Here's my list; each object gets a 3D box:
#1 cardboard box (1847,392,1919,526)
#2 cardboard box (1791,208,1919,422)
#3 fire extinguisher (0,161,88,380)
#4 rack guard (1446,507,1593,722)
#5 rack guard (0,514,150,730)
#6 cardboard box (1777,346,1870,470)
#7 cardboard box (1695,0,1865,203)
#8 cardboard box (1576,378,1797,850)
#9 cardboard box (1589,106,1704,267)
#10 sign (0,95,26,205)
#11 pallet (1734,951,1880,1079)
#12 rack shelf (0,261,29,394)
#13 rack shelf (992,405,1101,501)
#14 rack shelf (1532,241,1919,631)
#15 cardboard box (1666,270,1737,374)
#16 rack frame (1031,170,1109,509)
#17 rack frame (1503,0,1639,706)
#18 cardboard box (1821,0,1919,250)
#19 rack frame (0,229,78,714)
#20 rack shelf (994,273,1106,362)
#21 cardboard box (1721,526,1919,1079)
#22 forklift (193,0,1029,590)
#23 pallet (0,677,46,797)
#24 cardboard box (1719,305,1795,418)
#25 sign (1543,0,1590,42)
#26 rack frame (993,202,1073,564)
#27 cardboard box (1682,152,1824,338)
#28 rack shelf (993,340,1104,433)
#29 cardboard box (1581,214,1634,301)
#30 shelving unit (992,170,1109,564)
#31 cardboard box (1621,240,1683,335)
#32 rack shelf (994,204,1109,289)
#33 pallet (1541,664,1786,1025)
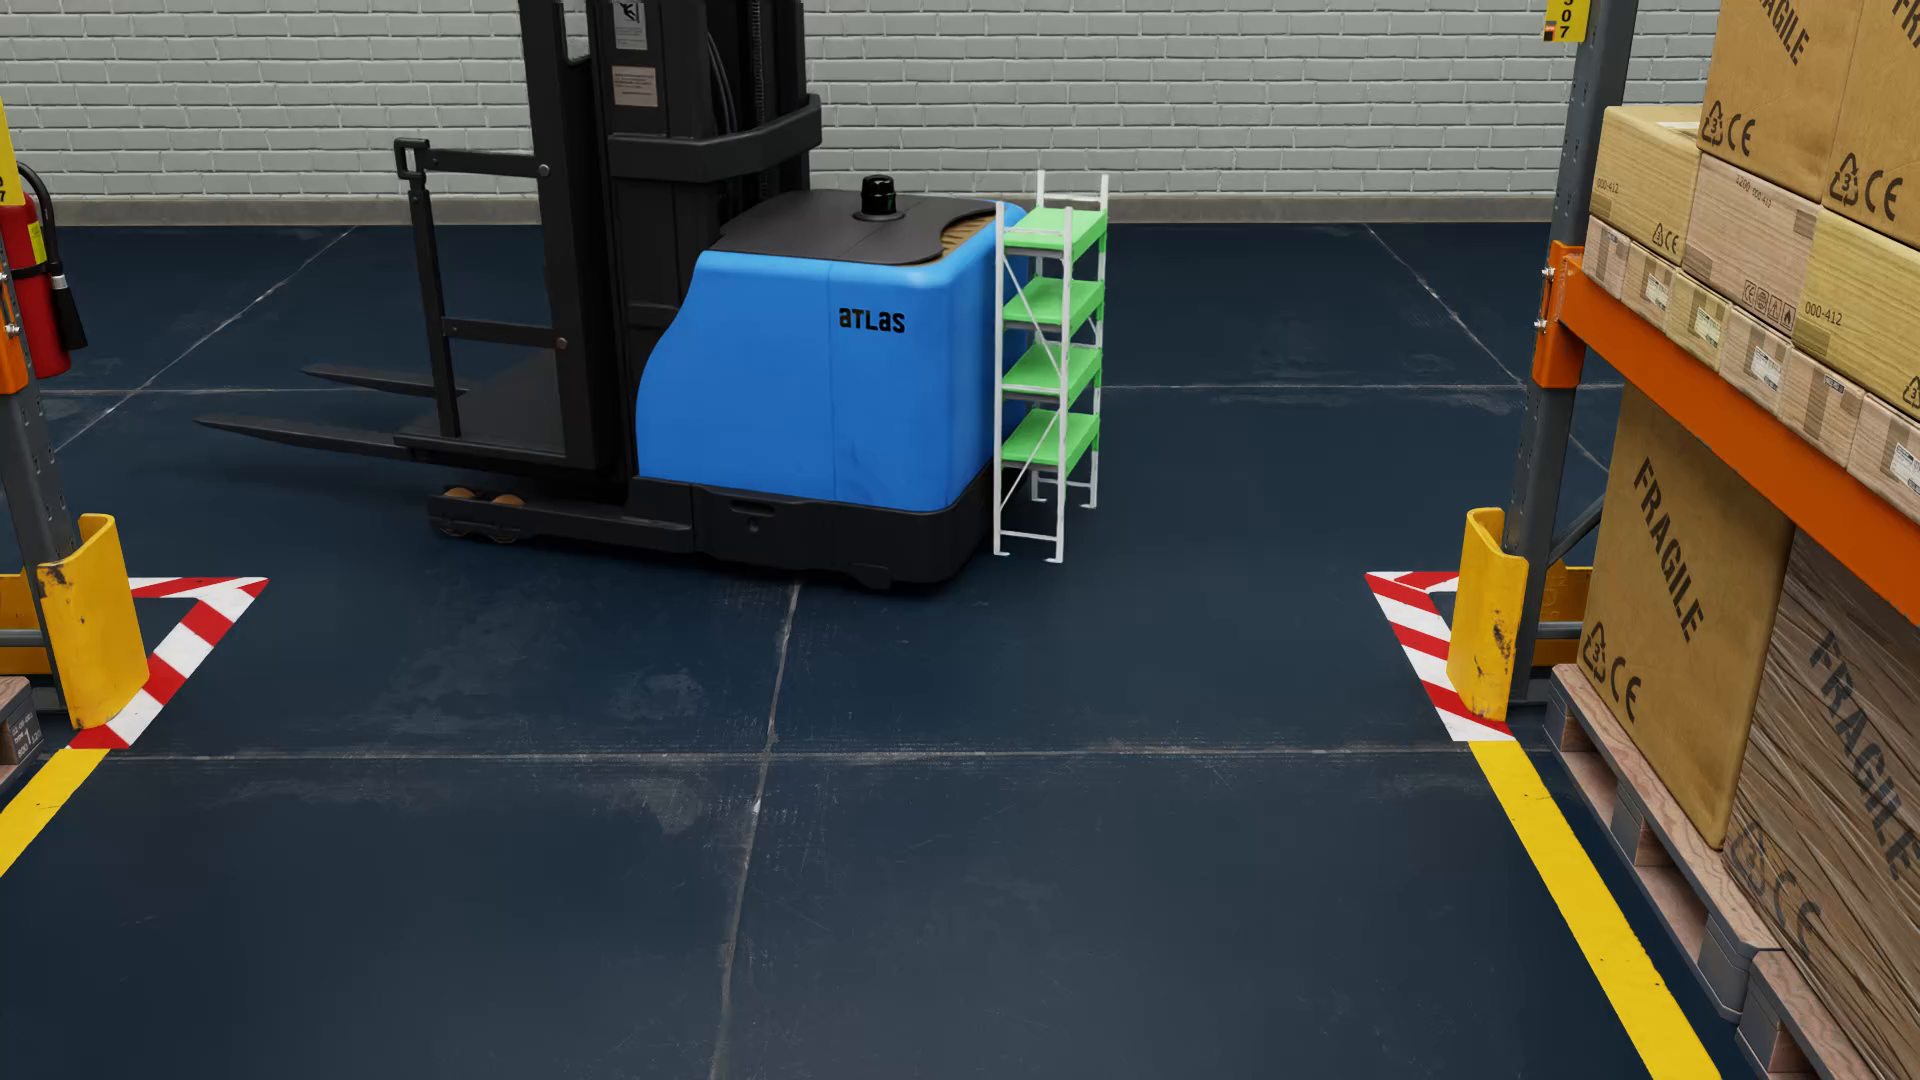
[{"bbox_3d":[1.706,-0.132,2.708,0.380,0.149,0.250,-1,24,-1],"label":"cardboard box"},{"bbox_3d":[1.765,-0.371,2.752,0.500,0.250,0.500,-1,24,-2],"label":"cardboard box"},{"bbox_3d":[-2.484,-0.761,4.340,0.296,0.674,0.183,0,24,-1],"label":"fire extinguisher"},{"bbox_3d":[2.015,0.205,4.691,1.175,0.500,0.348,0,24,-1],"label":"rack guard"},{"bbox_3d":[-2.950,0.227,4.642,1.175,0.500,0.348,0,24,-1],"label":"rack guard"},{"bbox_3d":[1.703,-0.239,2.943,0.380,0.149,0.250,-1,24,-2],"label":"cardboard box"},{"bbox_3d":[1.756,-0.928,3.074,0.500,0.500,0.500,-1,24,-2],"label":"cardboard box"},{"bbox_3d":[2.103,0.116,3.923,0.875,0.875,0.875,0,24,-1],"label":"cardboard box"},{"bbox_3d":[1.751,-0.793,3.684,0.500,0.250,0.500,-1,24,-2],"label":"cardboard box"},{"bbox_3d":[-2.387,-0.986,4.091,0.100,0.325,0.005,0,24,-1],"label":"sign"},{"bbox_3d":[2.113,1.177,2.892,1.003,0.211,1.213,0,24,-1],"label":"pallet"},{"bbox_3d":[-2.915,0.250,2.431,1.077,0.370,4.000,0,24,-1],"label":"rack shelf"},{"bbox_3d":[0.303,-0.305,5.705,0.258,0.148,0.480,7,25,16],"label":"rack shelf"},{"bbox_3d":[2.038,0.227,2.480,1.077,0.370,4.000,0,24,-1],"label":"rack shelf"},{"bbox_3d":[1.697,-0.451,3.412,0.380,0.149,0.250,-1,24,-2],"label":"cardboard box"},{"bbox_3d":[0.376,-0.677,5.792,0.240,1.200,0.015,7,25,16],"label":"rack frame"},{"bbox_3d":[2.016,-0.924,4.154,1.000,3.000,0.127,0,24,-1],"label":"rack frame"},{"bbox_3d":[1.768,-0.715,2.602,0.500,0.500,0.500,-1,24,-2],"label":"cardboard box"},{"bbox_3d":[-2.937,-0.902,4.105,1.000,3.000,0.127,0,24,-1],"label":"rack frame"},{"bbox_3d":[0.303,-0.742,5.507,0.258,0.148,0.480,7,25,16],"label":"rack shelf"},{"bbox_3d":[2.113,0.491,3.094,0.875,0.875,0.875,0,24,-1],"label":"cardboard box"},{"bbox_3d":[-1.324,-1.519,5.553,3.031,2.935,1.130,8,25,16],"label":"forklift"},{"bbox_3d":[-2.967,0.708,3.928,1.003,0.211,1.213,0,24,-1],"label":"pallet"},{"bbox_3d":[1.701,-0.344,3.174,0.380,0.149,0.250,-1,24,-1],"label":"cardboard box"},{"bbox_3d":[1.461,-1.355,3.959,0.100,0.325,0.005,0,24,-1],"label":"sign"},{"bbox_3d":[0.229,-0.486,5.368,0.240,1.200,0.015,7,25,16],"label":"rack frame"},{"bbox_3d":[1.763,-0.578,3.210,0.500,0.250,0.500,-1,24,-1],"label":"cardboard box"},{"bbox_3d":[0.303,-0.523,5.606,0.258,0.148,0.480,7,25,16],"label":"rack shelf"},{"bbox_3d":[1.690,-0.662,3.879,0.380,0.149,0.250,0,24,0],"label":"cardboard box"},{"bbox_3d":[0.303,-0.581,5.580,0.258,1.200,0.503,7,25,16],"label":"shelving unit"},{"bbox_3d":[1.694,-0.557,3.645,0.380,0.149,0.250,-1,24,-1],"label":"cardboard box"},{"bbox_3d":[0.303,-0.961,5.408,0.258,0.148,0.480,7,25,16],"label":"rack shelf"},{"bbox_3d":[2.103,0.675,4.001,1.003,0.211,1.213,0,24,-1],"label":"pallet"}]
